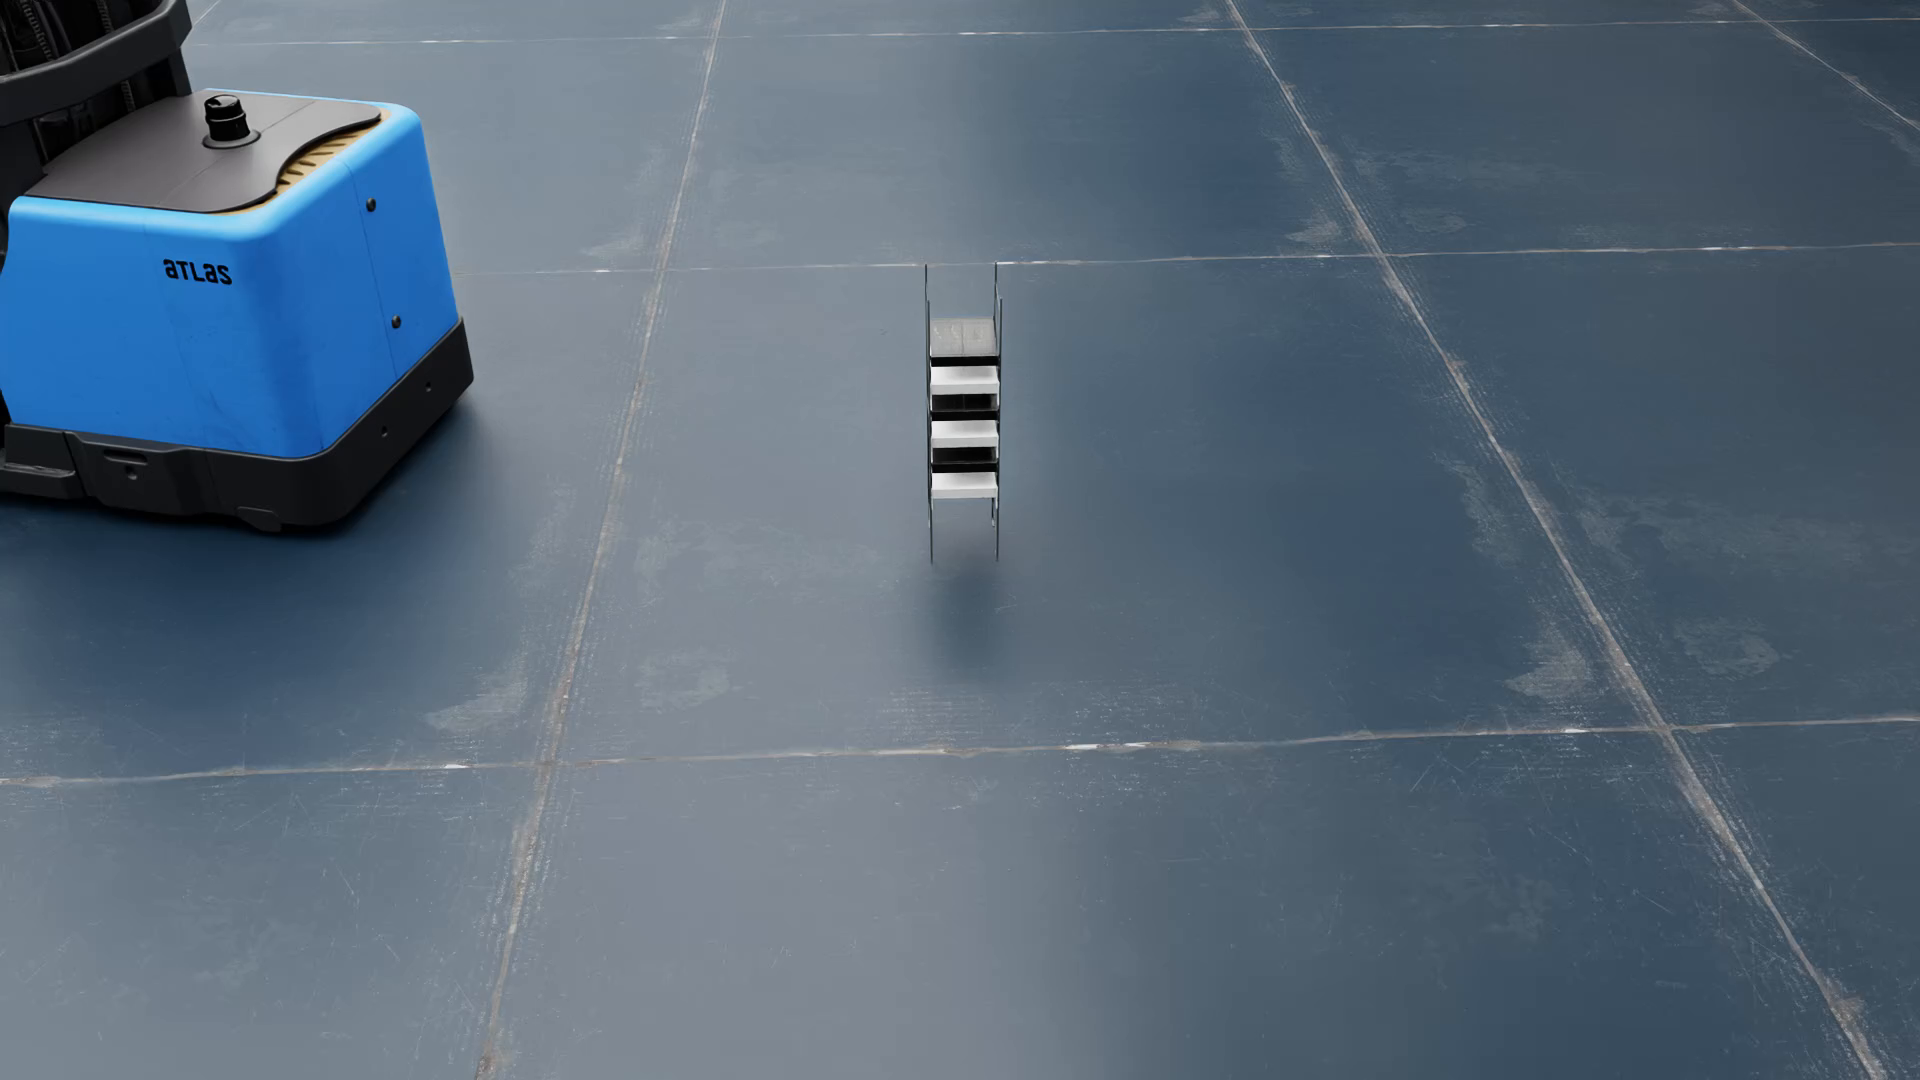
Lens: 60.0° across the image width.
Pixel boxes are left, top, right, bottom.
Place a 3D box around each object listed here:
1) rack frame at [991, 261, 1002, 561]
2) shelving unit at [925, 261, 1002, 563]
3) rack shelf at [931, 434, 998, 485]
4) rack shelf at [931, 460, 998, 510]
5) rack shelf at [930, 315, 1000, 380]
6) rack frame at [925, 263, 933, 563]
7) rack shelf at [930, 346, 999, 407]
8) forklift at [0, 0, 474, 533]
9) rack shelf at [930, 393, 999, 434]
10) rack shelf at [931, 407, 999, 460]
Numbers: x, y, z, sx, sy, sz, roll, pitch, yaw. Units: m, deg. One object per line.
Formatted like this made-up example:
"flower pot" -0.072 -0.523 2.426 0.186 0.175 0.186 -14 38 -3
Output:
"rack frame" 0.110 -0.373 4.998 0.006 0.900 0.240 -2 35 -2
"shelving unit" 0.008 -0.370 4.994 0.210 0.900 0.258 -2 35 -2
"rack shelf" 0.008 -0.269 5.064 0.200 0.077 0.258 -2 35 -2
"rack shelf" 0.008 -0.195 5.116 0.200 0.077 0.258 -2 35 -2
"rack shelf" 0.008 -0.565 4.860 0.200 0.077 0.258 -2 35 -2
"rack frame" -0.093 -0.367 4.990 0.006 0.900 0.240 -2 35 -2
"rack shelf" 0.008 -0.491 4.911 0.200 0.077 0.258 -2 35 -2
"forklift" -3.311 -1.658 5.070 3.031 2.935 1.130 7 35 10
"rack shelf" 0.008 -0.417 4.962 0.200 0.077 0.258 -2 35 -2
"rack shelf" 0.008 -0.343 5.013 0.200 0.077 0.258 -2 35 -2
